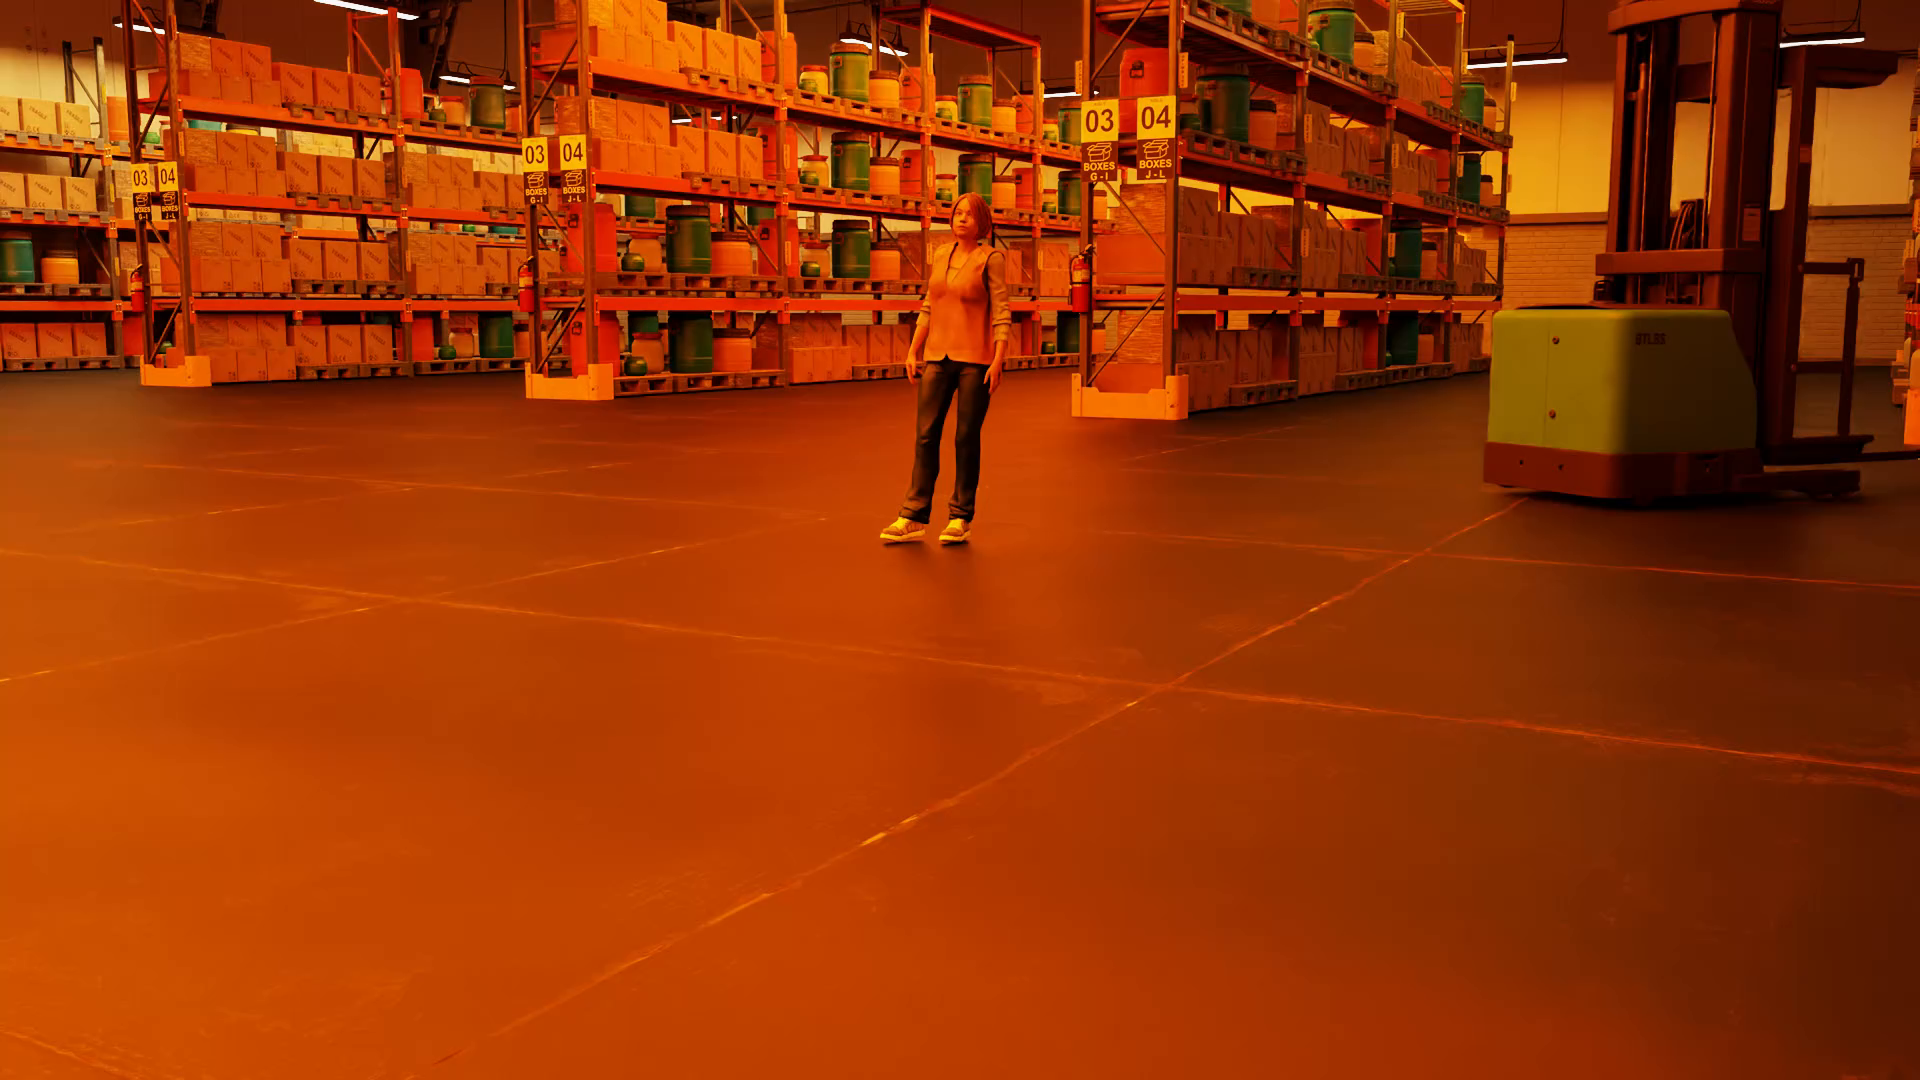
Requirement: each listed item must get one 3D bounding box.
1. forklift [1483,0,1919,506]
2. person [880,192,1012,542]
[{"bbox_3d":[4.625,-1.745,9.734,3.031,2.935,1.130,-4,9,-24],"label":"forklift"},{"bbox_3d":[-0.048,-0.790,7.645,0.521,1.599,0.473,4,9,29],"label":"person"}]
